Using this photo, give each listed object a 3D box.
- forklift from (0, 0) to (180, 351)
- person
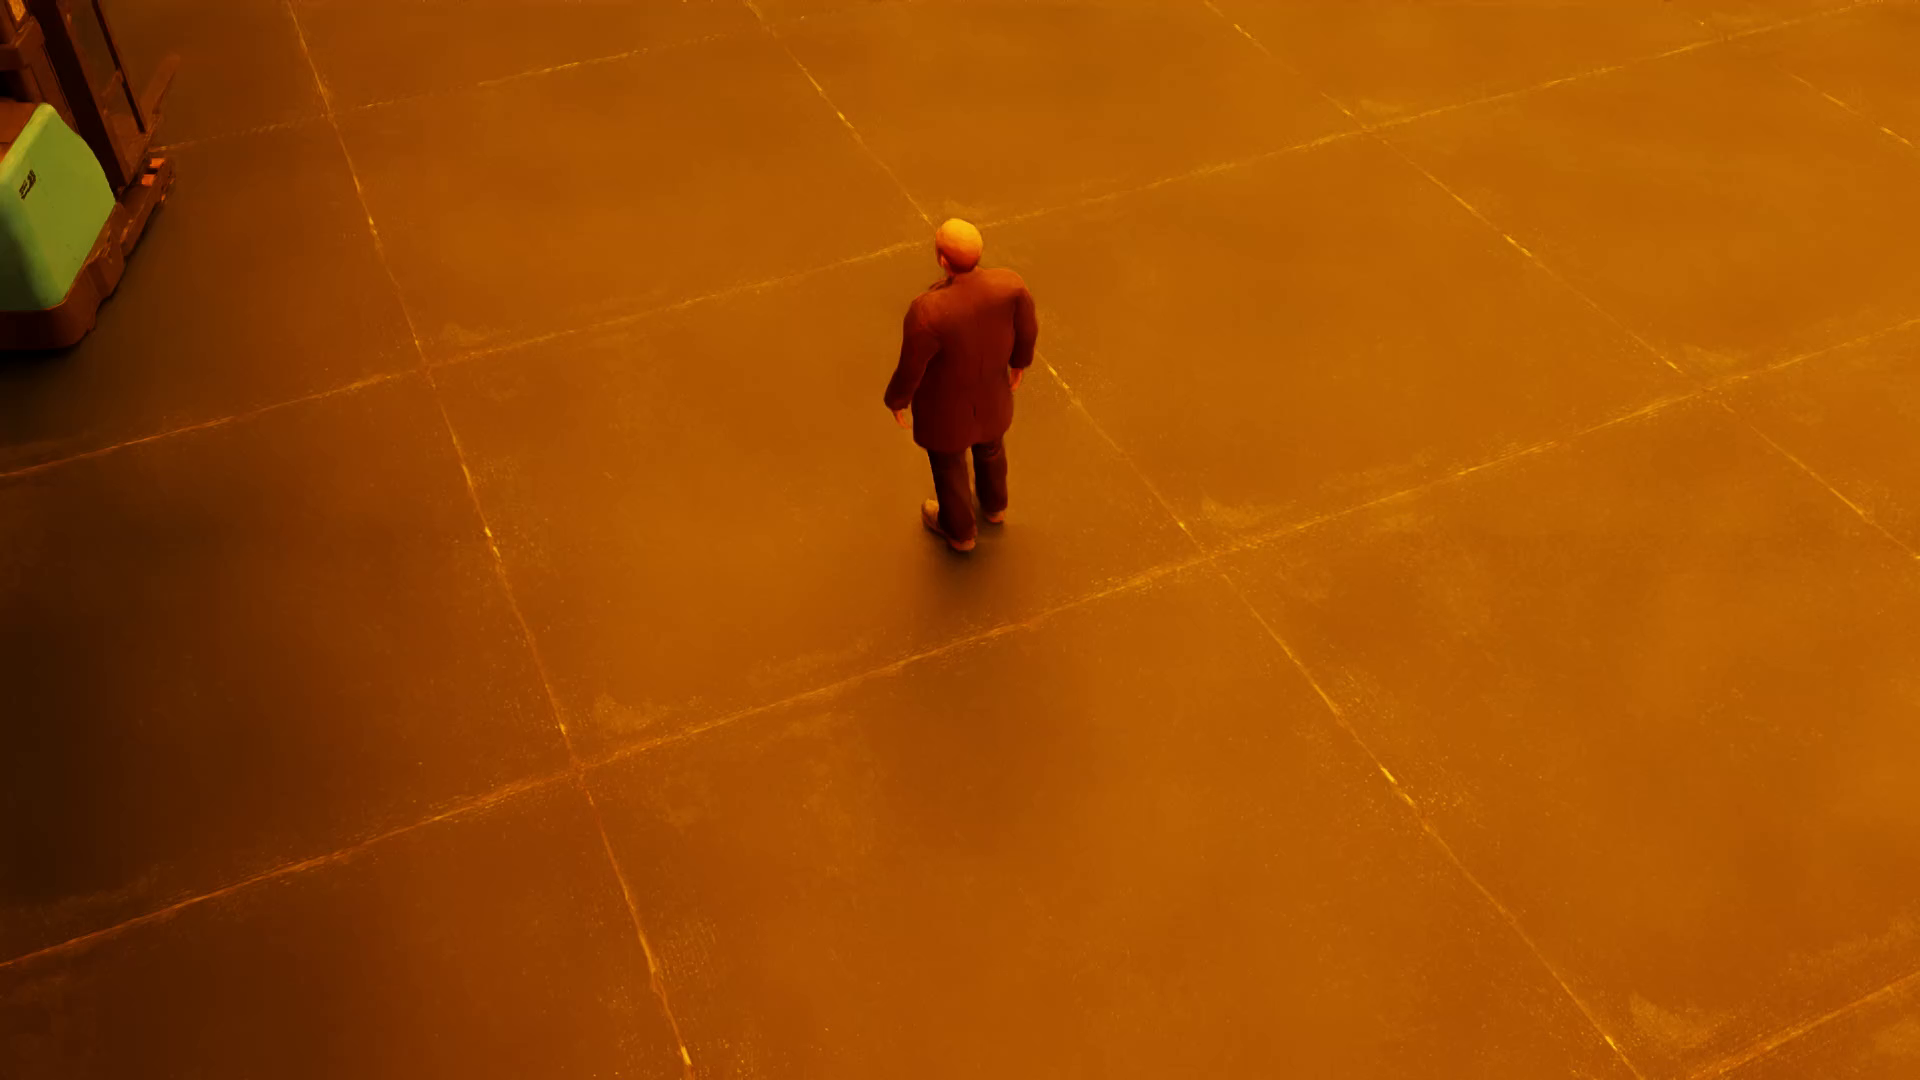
[{"bbox_3d":[-5.331,-3.040,8.937,1.130,2.935,3.031,-3,43,-4],"label":"forklift"},{"bbox_3d":[-0.034,-0.713,7.279,0.694,1.776,0.580,-18,46,-18],"label":"person"}]
